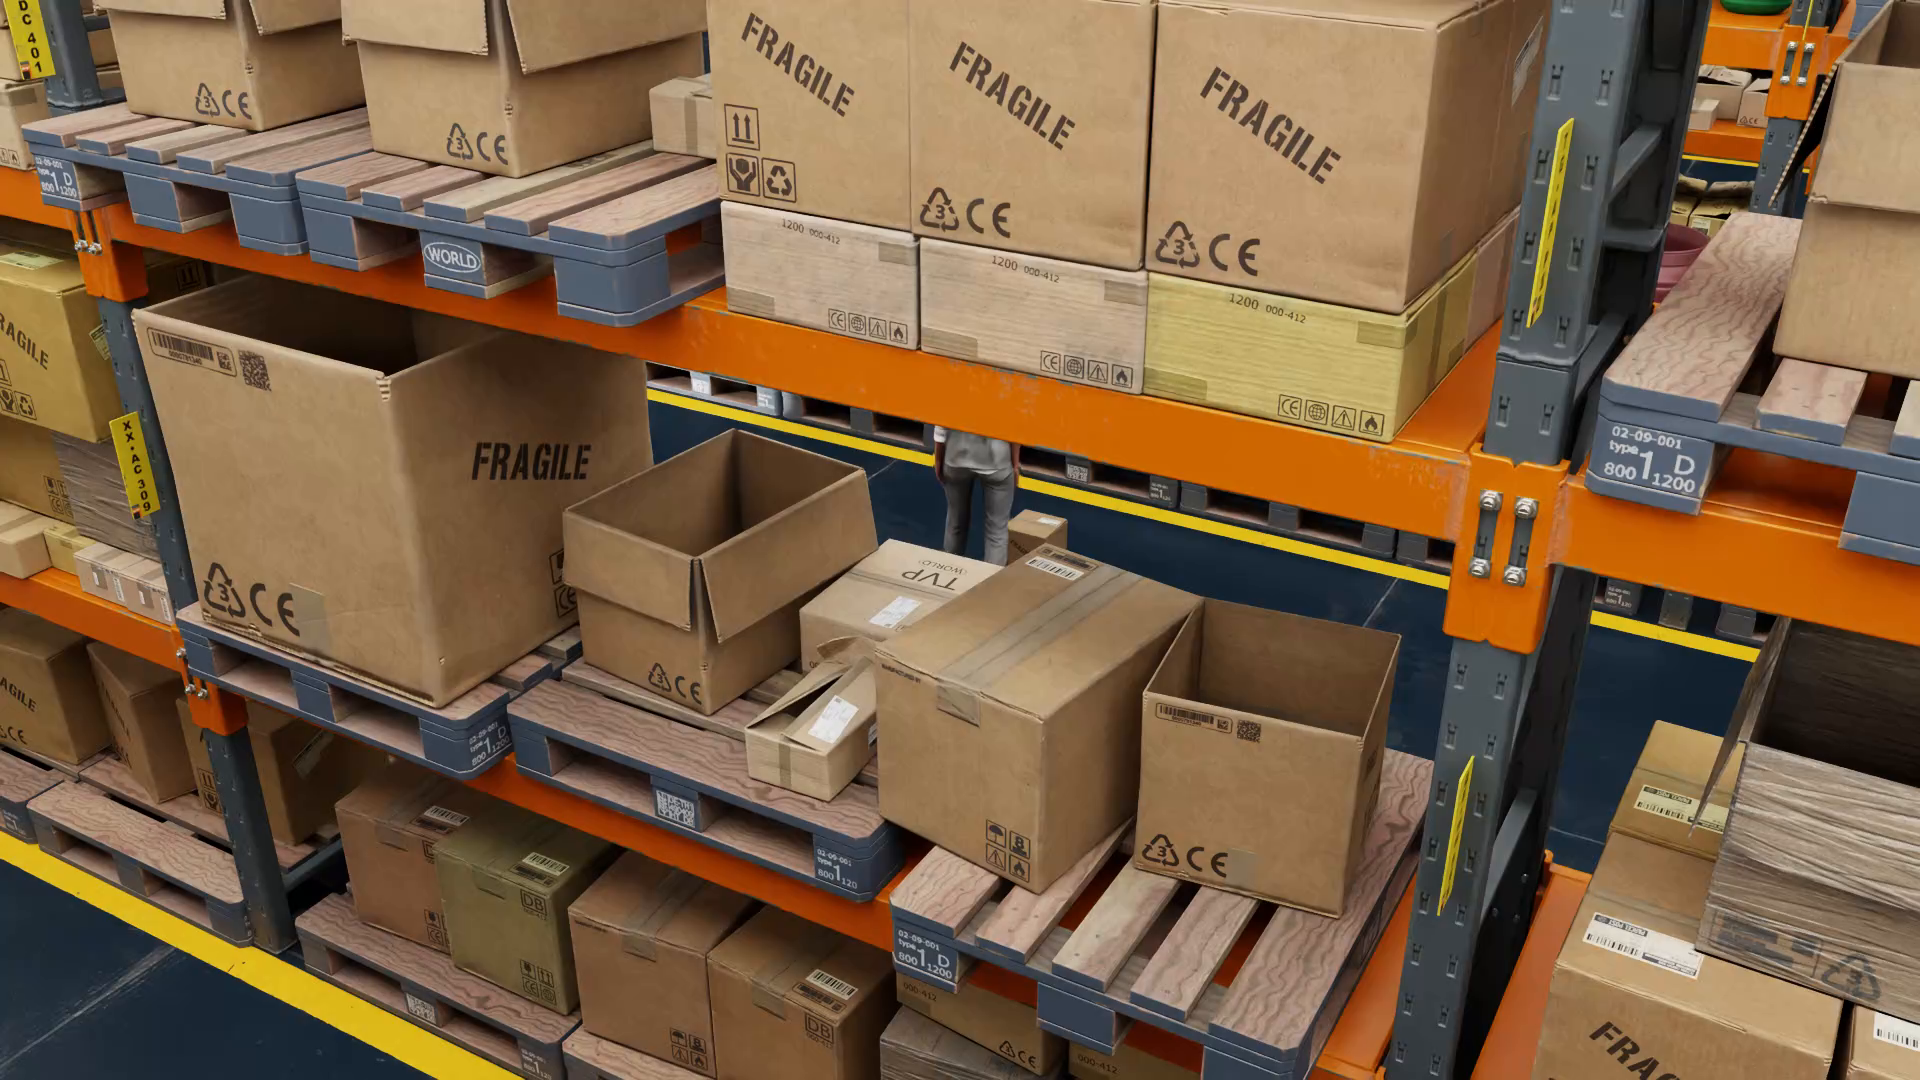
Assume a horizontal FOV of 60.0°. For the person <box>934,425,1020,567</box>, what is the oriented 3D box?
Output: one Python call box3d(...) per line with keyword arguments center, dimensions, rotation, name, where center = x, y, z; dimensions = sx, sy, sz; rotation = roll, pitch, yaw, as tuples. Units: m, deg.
box3d(center=(0.104, -0.399, 7.906), dimensions=(0.424, 1.598, 0.583), rotation=(5, 27, 10), name="person")
